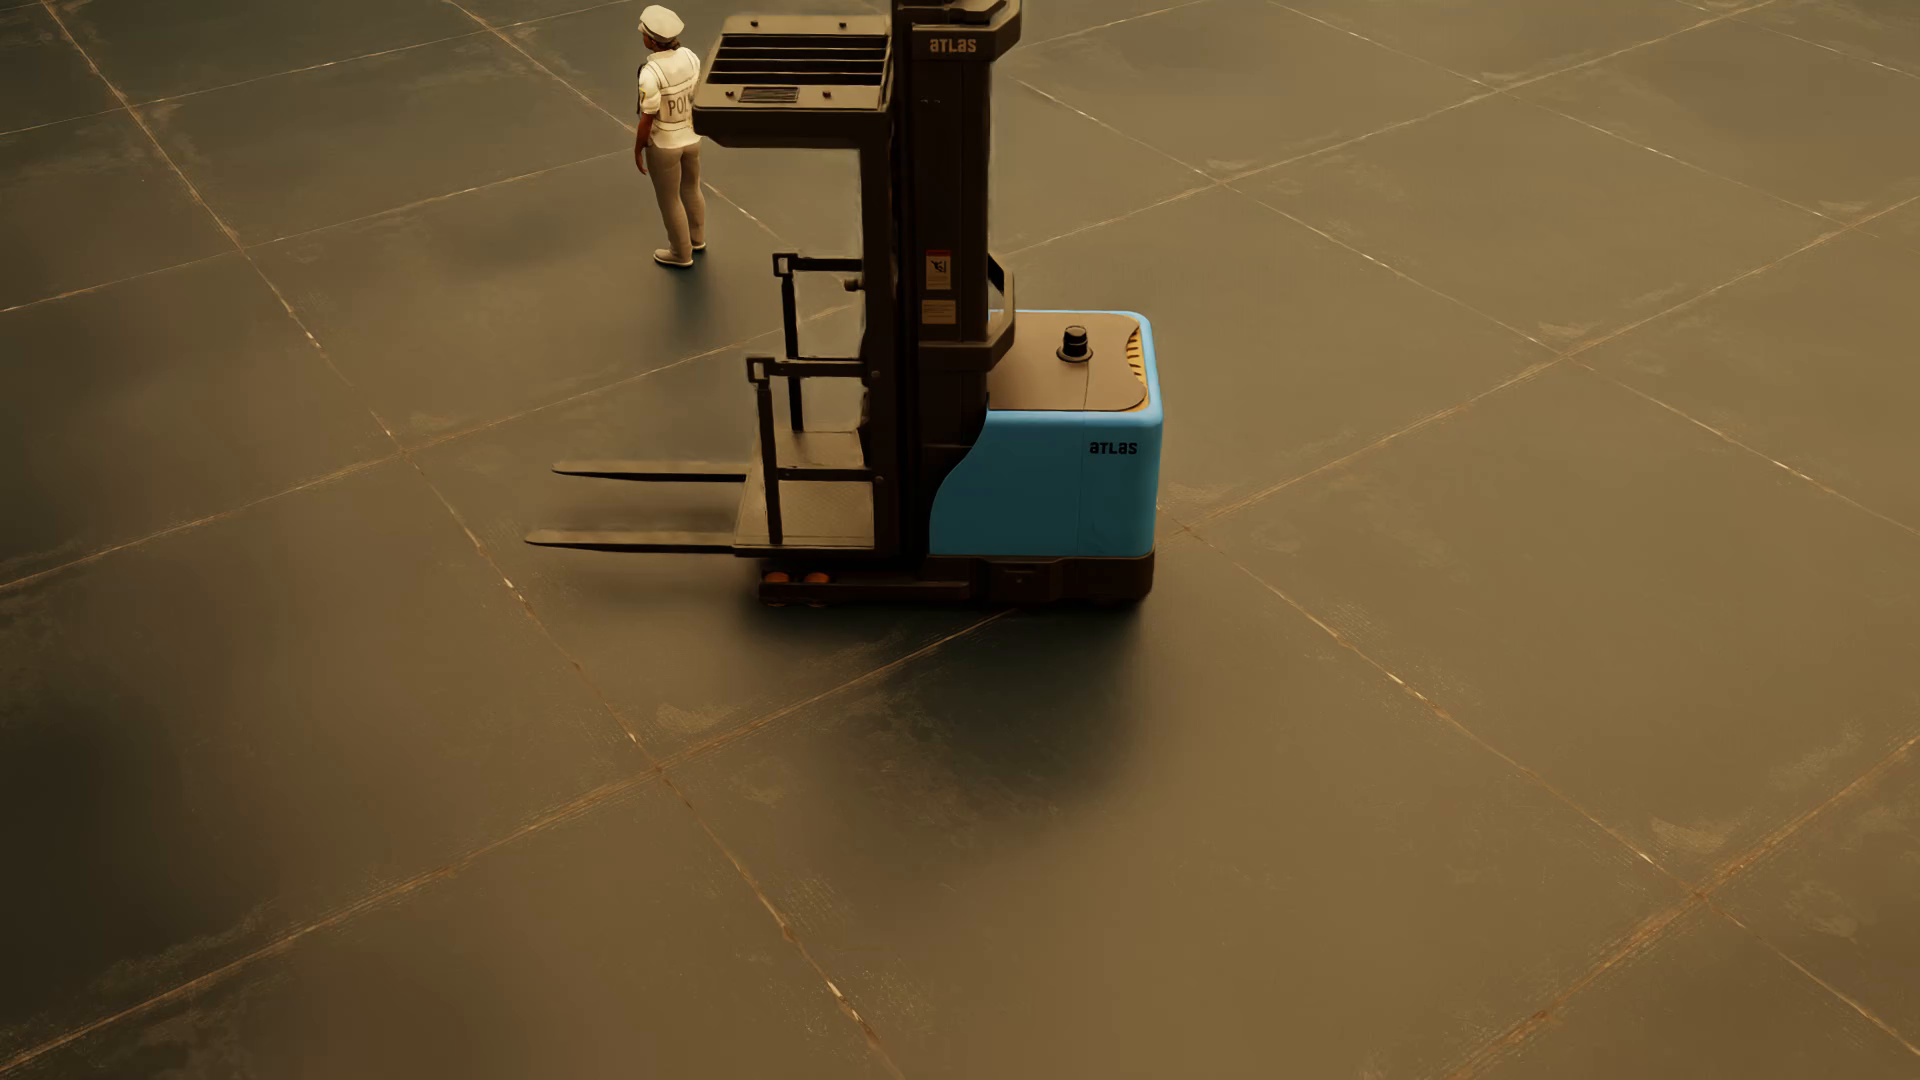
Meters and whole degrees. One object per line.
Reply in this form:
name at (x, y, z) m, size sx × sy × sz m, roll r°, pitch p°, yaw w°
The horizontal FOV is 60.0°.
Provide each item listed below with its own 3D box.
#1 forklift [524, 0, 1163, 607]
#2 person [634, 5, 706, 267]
forklift at (-0.586, -1.170, 7.527) m, size 3.031 × 2.935 × 1.130 m, roll 1°, pitch 36°, yaw 1°
person at (-1.836, -2.514, 10.372) m, size 0.529 × 1.696 × 0.568 m, roll 26°, pitch 44°, yaw 31°
